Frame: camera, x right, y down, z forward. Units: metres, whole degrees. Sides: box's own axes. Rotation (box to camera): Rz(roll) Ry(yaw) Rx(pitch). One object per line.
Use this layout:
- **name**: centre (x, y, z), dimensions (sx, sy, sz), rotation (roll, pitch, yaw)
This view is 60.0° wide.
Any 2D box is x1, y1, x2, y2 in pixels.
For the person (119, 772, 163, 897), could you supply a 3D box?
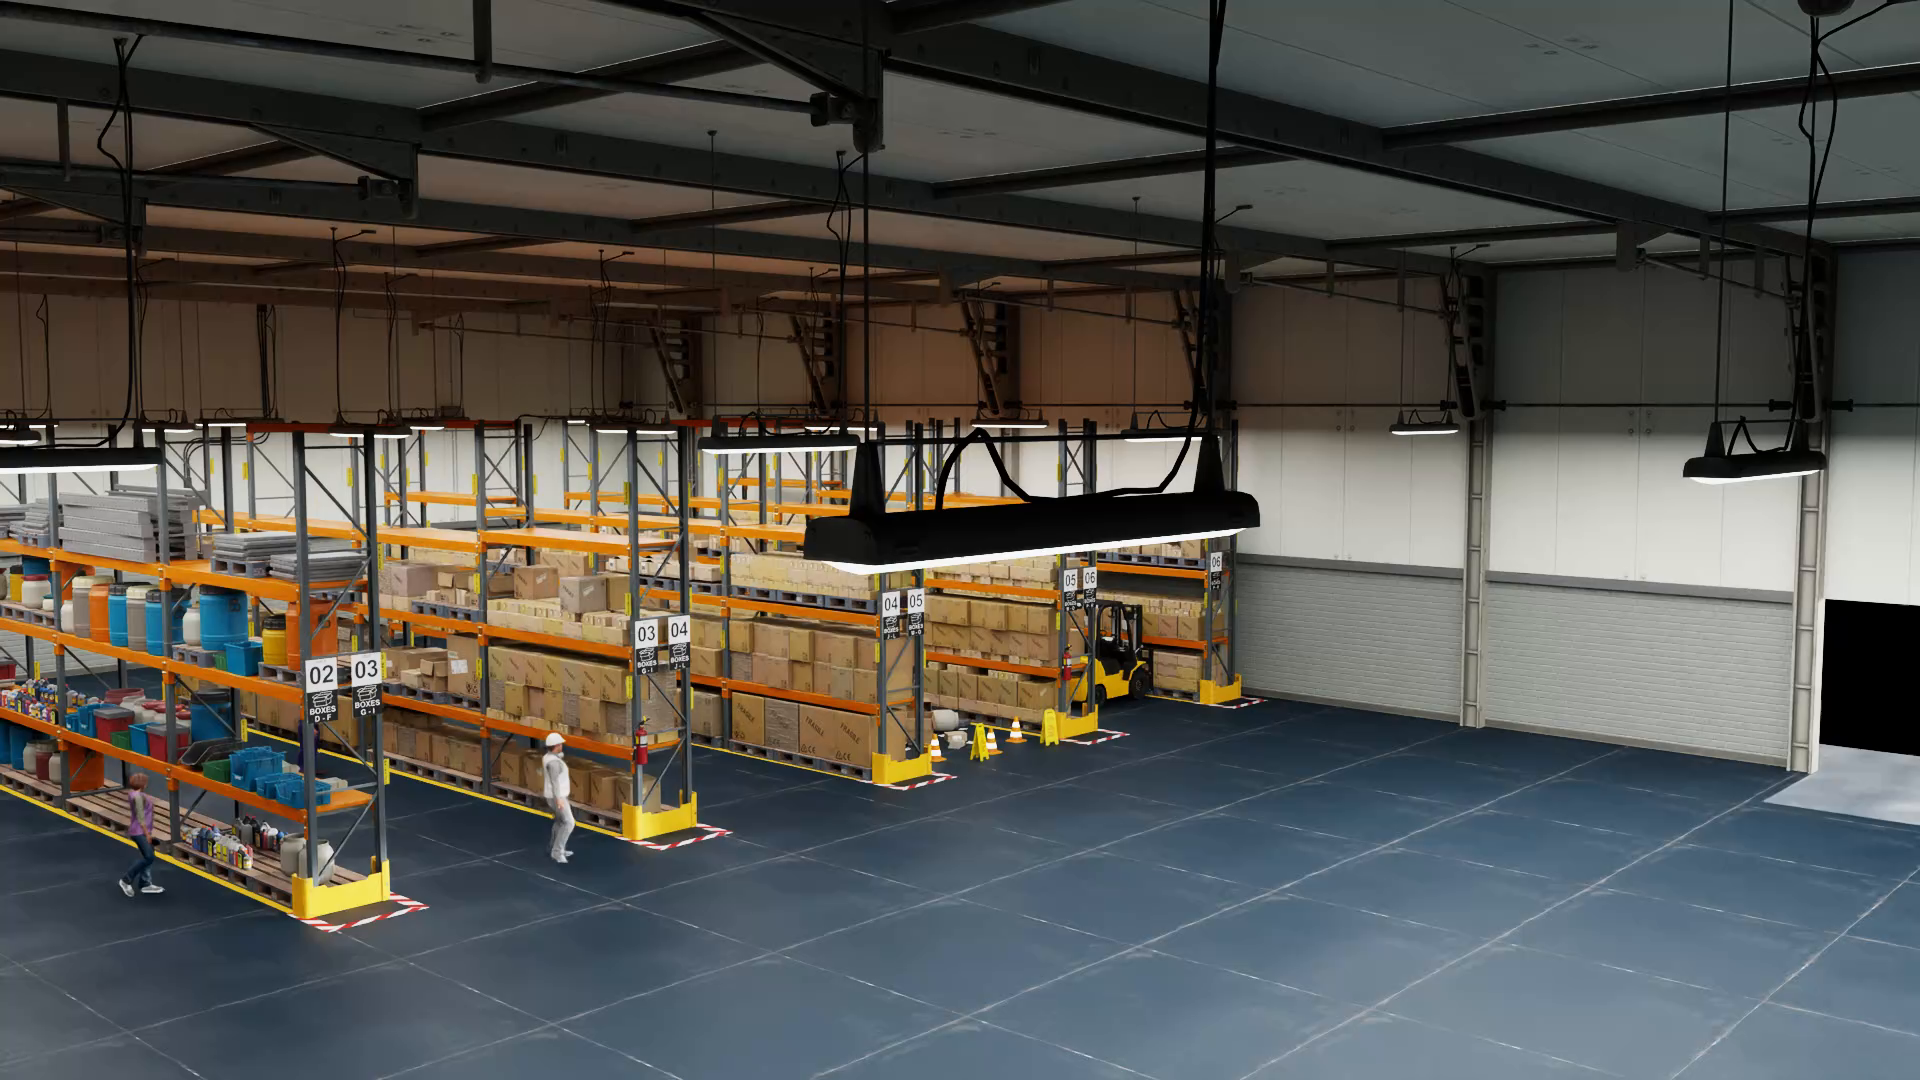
- **person**: centre (-10.600, 3.785, 21.487), dimensions (0.501, 1.591, 0.461), rotation (-1, 5, -17)

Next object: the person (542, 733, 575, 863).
- **person**: centre (-5.603, 3.589, 23.202), dimensions (0.412, 1.825, 0.581), rotation (-1, 5, -16)

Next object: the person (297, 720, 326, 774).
- **person**: centre (-11.075, 3.213, 28.287), dimensions (0.425, 1.629, 0.518), rotation (-1, 5, -7)
